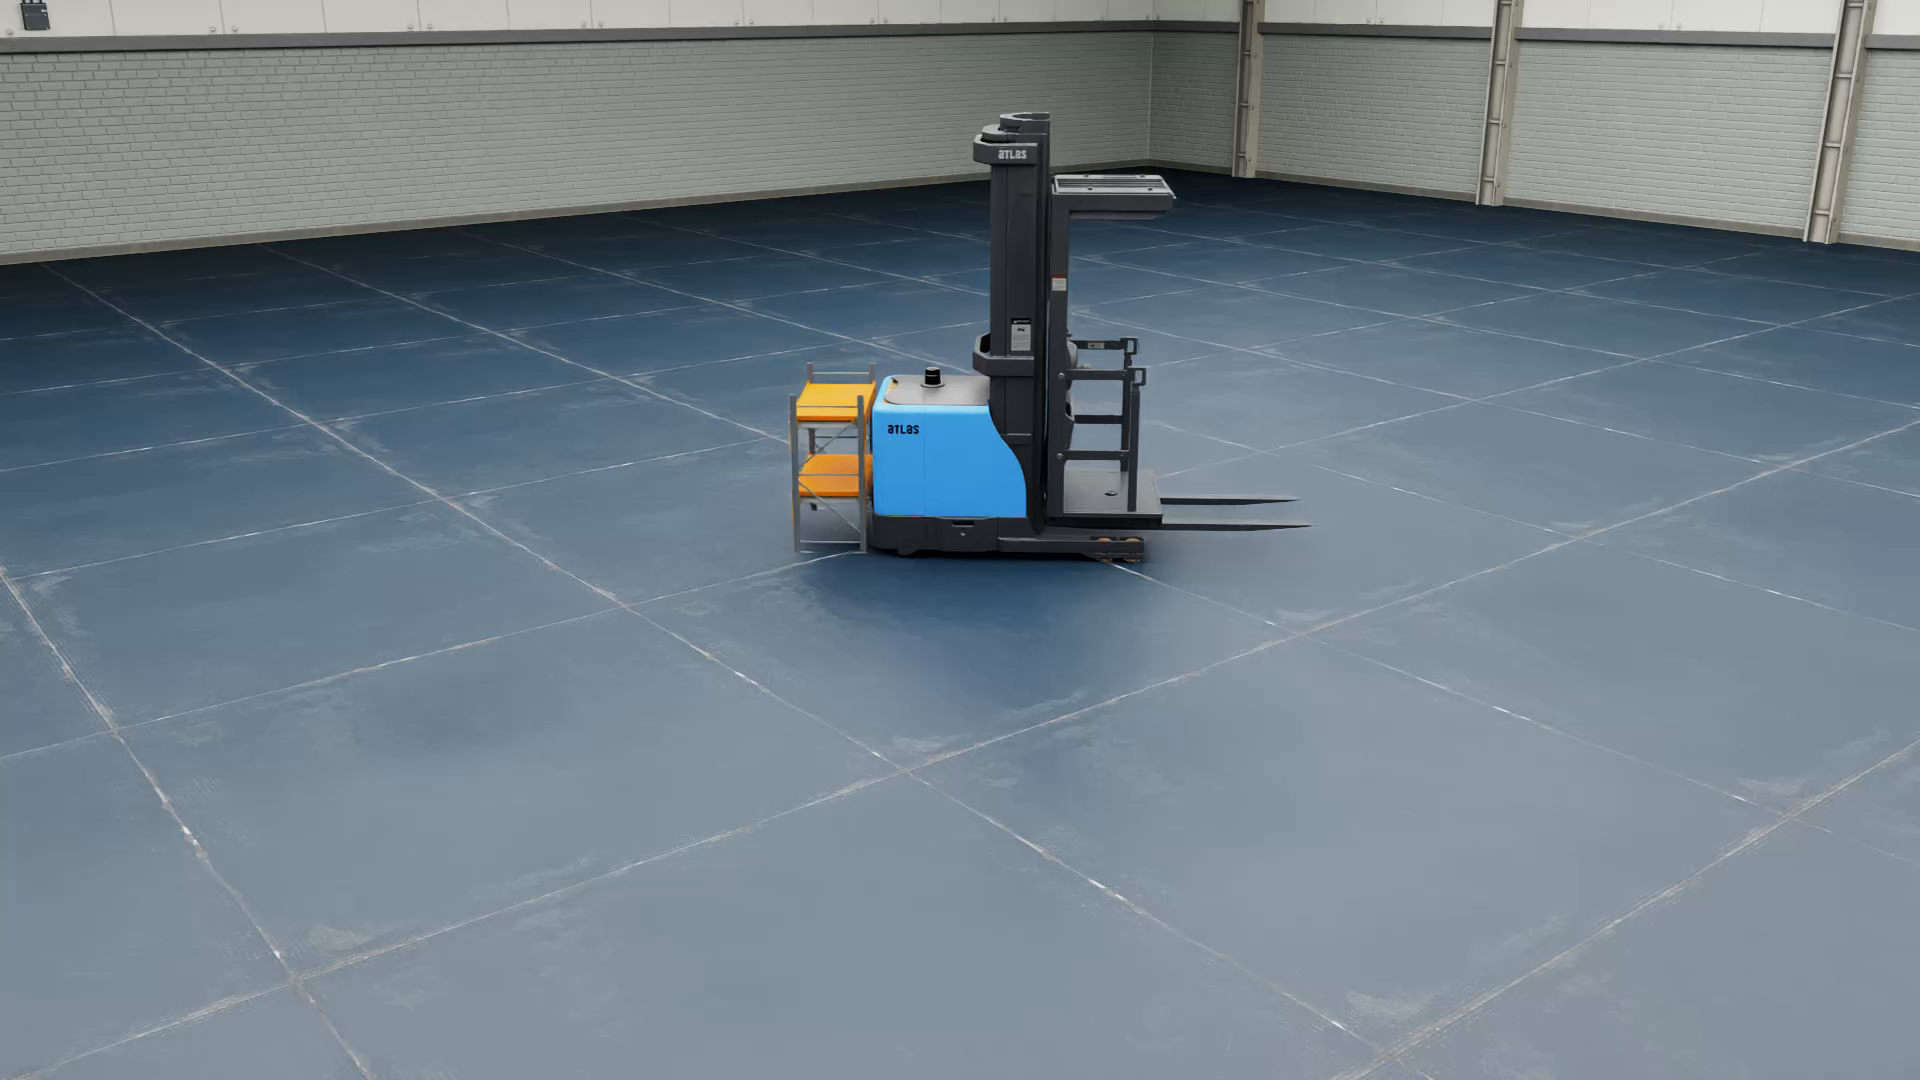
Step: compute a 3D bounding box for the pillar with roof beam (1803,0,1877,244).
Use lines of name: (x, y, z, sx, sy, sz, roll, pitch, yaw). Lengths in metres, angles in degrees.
pillar with roof beam: (10.018, -8.078, 21.942, 9.100, 9.000, 0.400, -14, 23, -36)

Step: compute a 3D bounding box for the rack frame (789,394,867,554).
rack frame: (-0.902, -0.445, 11.418, 0.500, 1.125, 0.032, 0, 18, 1)

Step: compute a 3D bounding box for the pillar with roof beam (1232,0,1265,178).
pillar with roof beam: (2.568, -11.035, 30.871, 9.100, 9.000, 0.400, -14, 23, -36)

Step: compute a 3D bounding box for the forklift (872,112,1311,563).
forklift: (0.924, -1.406, 11.446, 3.031, 2.935, 1.130, 1, 18, 2)

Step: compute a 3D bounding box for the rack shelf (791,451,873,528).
rack shelf: (-0.888, -0.373, 11.977, 0.538, 0.278, 1.000, 0, 18, 1)

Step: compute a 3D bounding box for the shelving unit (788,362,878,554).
shelving unit: (-0.888, -0.605, 11.900, 0.538, 1.125, 1.048, 0, 18, 1)

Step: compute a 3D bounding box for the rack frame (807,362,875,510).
rack frame: (-0.874, -0.765, 12.382, 0.500, 1.125, 0.032, 0, 18, 1)

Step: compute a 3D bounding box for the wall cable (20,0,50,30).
wall cable: (-12.091, -10.174, 22.863, 2.305, 6.003, 0.169, -14, 23, -36)

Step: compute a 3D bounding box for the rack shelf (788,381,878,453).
rack shelf: (-0.888, -0.883, 11.808, 0.538, 0.278, 1.000, 0, 18, 1)

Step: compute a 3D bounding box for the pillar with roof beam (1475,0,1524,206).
pillar with roof beam: (6.293, -9.556, 26.406, 9.100, 9.000, 0.400, -14, 23, -36)
